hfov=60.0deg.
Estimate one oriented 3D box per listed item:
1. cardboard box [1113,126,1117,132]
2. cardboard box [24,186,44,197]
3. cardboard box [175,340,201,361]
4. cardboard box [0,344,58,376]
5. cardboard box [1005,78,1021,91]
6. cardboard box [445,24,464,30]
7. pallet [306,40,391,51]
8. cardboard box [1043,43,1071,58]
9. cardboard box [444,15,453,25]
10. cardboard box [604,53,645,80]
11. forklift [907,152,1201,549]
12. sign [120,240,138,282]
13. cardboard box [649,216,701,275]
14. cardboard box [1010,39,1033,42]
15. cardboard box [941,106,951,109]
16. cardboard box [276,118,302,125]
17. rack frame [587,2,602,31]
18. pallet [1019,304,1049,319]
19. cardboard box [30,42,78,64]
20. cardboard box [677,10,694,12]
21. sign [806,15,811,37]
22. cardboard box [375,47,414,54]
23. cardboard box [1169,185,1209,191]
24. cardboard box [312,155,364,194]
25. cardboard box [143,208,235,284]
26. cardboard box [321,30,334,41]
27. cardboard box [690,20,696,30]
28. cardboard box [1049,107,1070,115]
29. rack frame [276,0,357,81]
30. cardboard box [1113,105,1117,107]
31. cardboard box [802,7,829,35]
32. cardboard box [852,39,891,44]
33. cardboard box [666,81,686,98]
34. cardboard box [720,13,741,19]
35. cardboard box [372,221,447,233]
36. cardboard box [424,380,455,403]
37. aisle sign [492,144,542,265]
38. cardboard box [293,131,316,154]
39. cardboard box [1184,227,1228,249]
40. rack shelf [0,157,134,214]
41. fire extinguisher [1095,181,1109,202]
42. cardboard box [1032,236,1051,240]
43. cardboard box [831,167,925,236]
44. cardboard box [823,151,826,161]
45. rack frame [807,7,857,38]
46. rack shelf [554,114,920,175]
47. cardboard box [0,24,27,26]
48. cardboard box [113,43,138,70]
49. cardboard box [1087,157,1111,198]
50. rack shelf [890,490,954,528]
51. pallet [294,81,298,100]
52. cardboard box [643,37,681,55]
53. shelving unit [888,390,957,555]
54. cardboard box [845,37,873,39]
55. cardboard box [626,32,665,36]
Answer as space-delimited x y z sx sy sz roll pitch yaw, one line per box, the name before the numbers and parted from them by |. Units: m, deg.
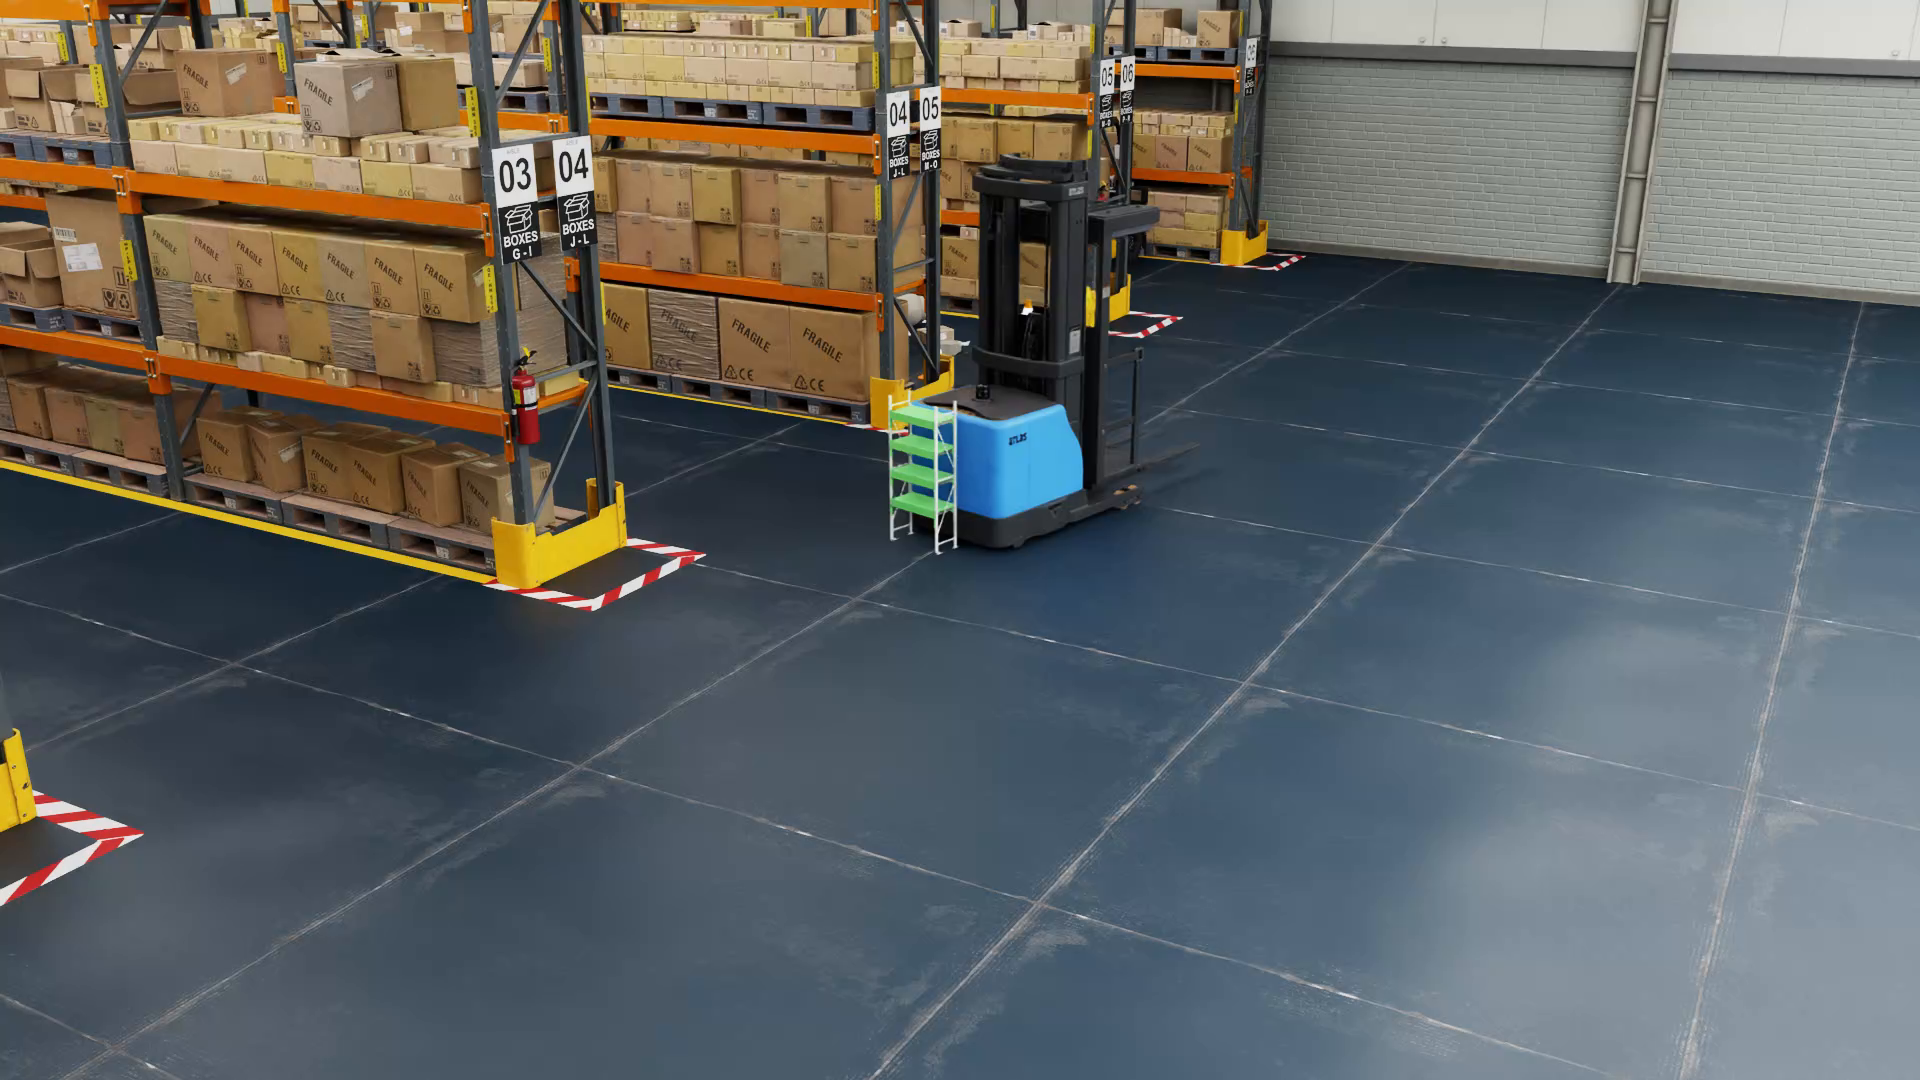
cardboard box | 2.504 -6.254 25.111 0.250 0.149 0.380 11 22 27
cardboard box | -12.281 -4.700 22.290 0.250 0.149 0.380 10 22 25
cardboard box | -6.240 -1.602 13.750 0.250 0.149 0.380 11 23 27
cardboard box | -8.918 -1.752 15.718 0.500 0.250 0.500 14 24 33
cardboard box | 0.747 -5.592 20.351 0.250 0.149 0.380 11 23 28
cardboard box | -7.772 -7.653 25.179 0.500 0.311 0.500 11 23 27
pallet | -9.353 -7.679 25.866 1.213 0.211 1.003 11 23 27
cardboard box | 1.186 -5.865 19.935 0.250 0.149 0.380 11 23 28
cardboard box | -9.465 -9.639 30.924 0.500 0.250 0.500 11 22 27
cardboard box | -3.254 -4.826 16.893 0.500 0.250 0.500 11 22 27
forklift | 0.929 -1.734 13.846 1.130 2.935 3.031 17 26 39
sign | -6.761 -2.269 13.524 0.005 0.325 0.100 11 23 27
cardboard box | -2.753 -3.153 17.440 0.550 0.550 0.875 11 23 27
cardboard box | 0.760 -6.136 20.682 0.250 0.149 0.380 11 23 27
cardboard box | -0.309 -6.981 27.112 0.250 0.149 0.380 11 23 27
cardboard box | -5.176 -3.259 13.187 0.250 0.149 0.380 12 23 29
rack frame | -6.227 -10.470 29.031 0.127 3.000 1.000 11 23 27
pallet | 1.074 -3.023 21.389 1.213 0.211 1.003 11 23 27
cardboard box | -11.497 -6.256 21.302 0.500 0.250 0.500 10 22 25
cardboard box | -4.805 -9.080 28.770 0.250 0.149 0.380 11 23 28
sign | -1.928 -6.513 21.187 0.005 0.325 0.100 11 23 27
cardboard box | -6.419 -5.544 19.218 0.500 0.311 0.500 11 23 27
cardboard box | 3.484 -5.247 25.381 0.500 0.250 0.500 11 23 27
cardboard box | -4.426 -2.739 12.339 0.500 0.250 0.500 11 23 28
cardboard box | -6.224 -2.397 13.525 0.500 0.500 0.500 11 23 27
cardboard box | -9.589 -7.763 25.573 0.250 0.149 0.380 11 23 29
cardboard box | -4.553 -8.915 28.750 0.250 0.149 0.380 11 23 28
cardboard box | 1.565 -6.540 25.461 0.250 0.149 0.380 11 23 28
rack frame | -7.478 -6.836 19.013 0.127 3.000 1.000 11 23 27
cardboard box | 2.286 -6.625 25.696 0.250 0.149 0.380 11 22 27
cardboard box | -2.221 -8.493 27.071 0.500 0.500 0.500 11 23 28
cardboard box | -0.848 -4.789 16.205 0.250 0.149 0.380 11 23 28
cardboard box | -2.721 -4.514 16.617 0.250 0.149 0.380 11 23 27
cardboard box | -3.816 -8.779 27.970 0.250 0.149 0.380 10 22 26
cardboard box | -4.219 -2.223 13.045 0.500 0.500 0.500 11 23 27
cardboard box | -3.812 -1.161 12.536 0.250 0.149 0.380 11 23 27
aisle sign | -3.093 -2.348 11.626 0.004 0.787 0.394 11 23 27
cardboard box | -4.745 -2.984 12.428 0.250 0.149 0.380 10 22 25
cardboard box | 3.685 -4.543 24.906 0.500 0.250 0.500 11 23 28
rack shelf | -8.239 -3.295 14.706 4.000 0.370 1.077 11 23 27
fire extinguisher | 1.707 -3.983 20.060 0.183 0.674 0.296 11 23 27
cardboard box | 1.242 -3.653 21.354 0.500 0.500 0.500 10 22 26
cardboard box | -0.799 -3.337 16.361 0.550 0.550 0.875 11 23 27
cardboard box | -1.930 -5.388 22.622 0.500 0.500 0.500 11 23 29
rack frame | -1.660 -7.661 21.288 0.127 3.000 1.000 11 23 27
rack shelf | -2.240 -4.090 16.897 4.000 0.370 1.077 11 23 27
cardboard box | -12.696 -6.878 22.430 0.250 0.149 0.380 10 22 26
cardboard box | -10.304 -6.038 20.726 0.500 0.311 0.500 10 22 27
cardboard box | 1.554 -4.524 20.854 0.500 0.500 0.500 10 22 26
rack shelf | -0.291 -0.246 13.175 0.480 0.148 0.258 17 26 39
pallet | -6.890 -5.246 19.305 1.003 0.211 1.213 12 23 30
cardboard box | -2.943 -4.931 16.598 0.250 0.149 0.380 11 23 28
shelving unit | -0.291 -0.532 13.071 0.503 1.200 0.258 17 26 39
cardboard box | -1.303 -6.324 21.199 0.250 0.149 0.380 12 23 29
cardboard box | -3.291 -5.254 17.487 0.250 0.149 0.380 11 23 27
